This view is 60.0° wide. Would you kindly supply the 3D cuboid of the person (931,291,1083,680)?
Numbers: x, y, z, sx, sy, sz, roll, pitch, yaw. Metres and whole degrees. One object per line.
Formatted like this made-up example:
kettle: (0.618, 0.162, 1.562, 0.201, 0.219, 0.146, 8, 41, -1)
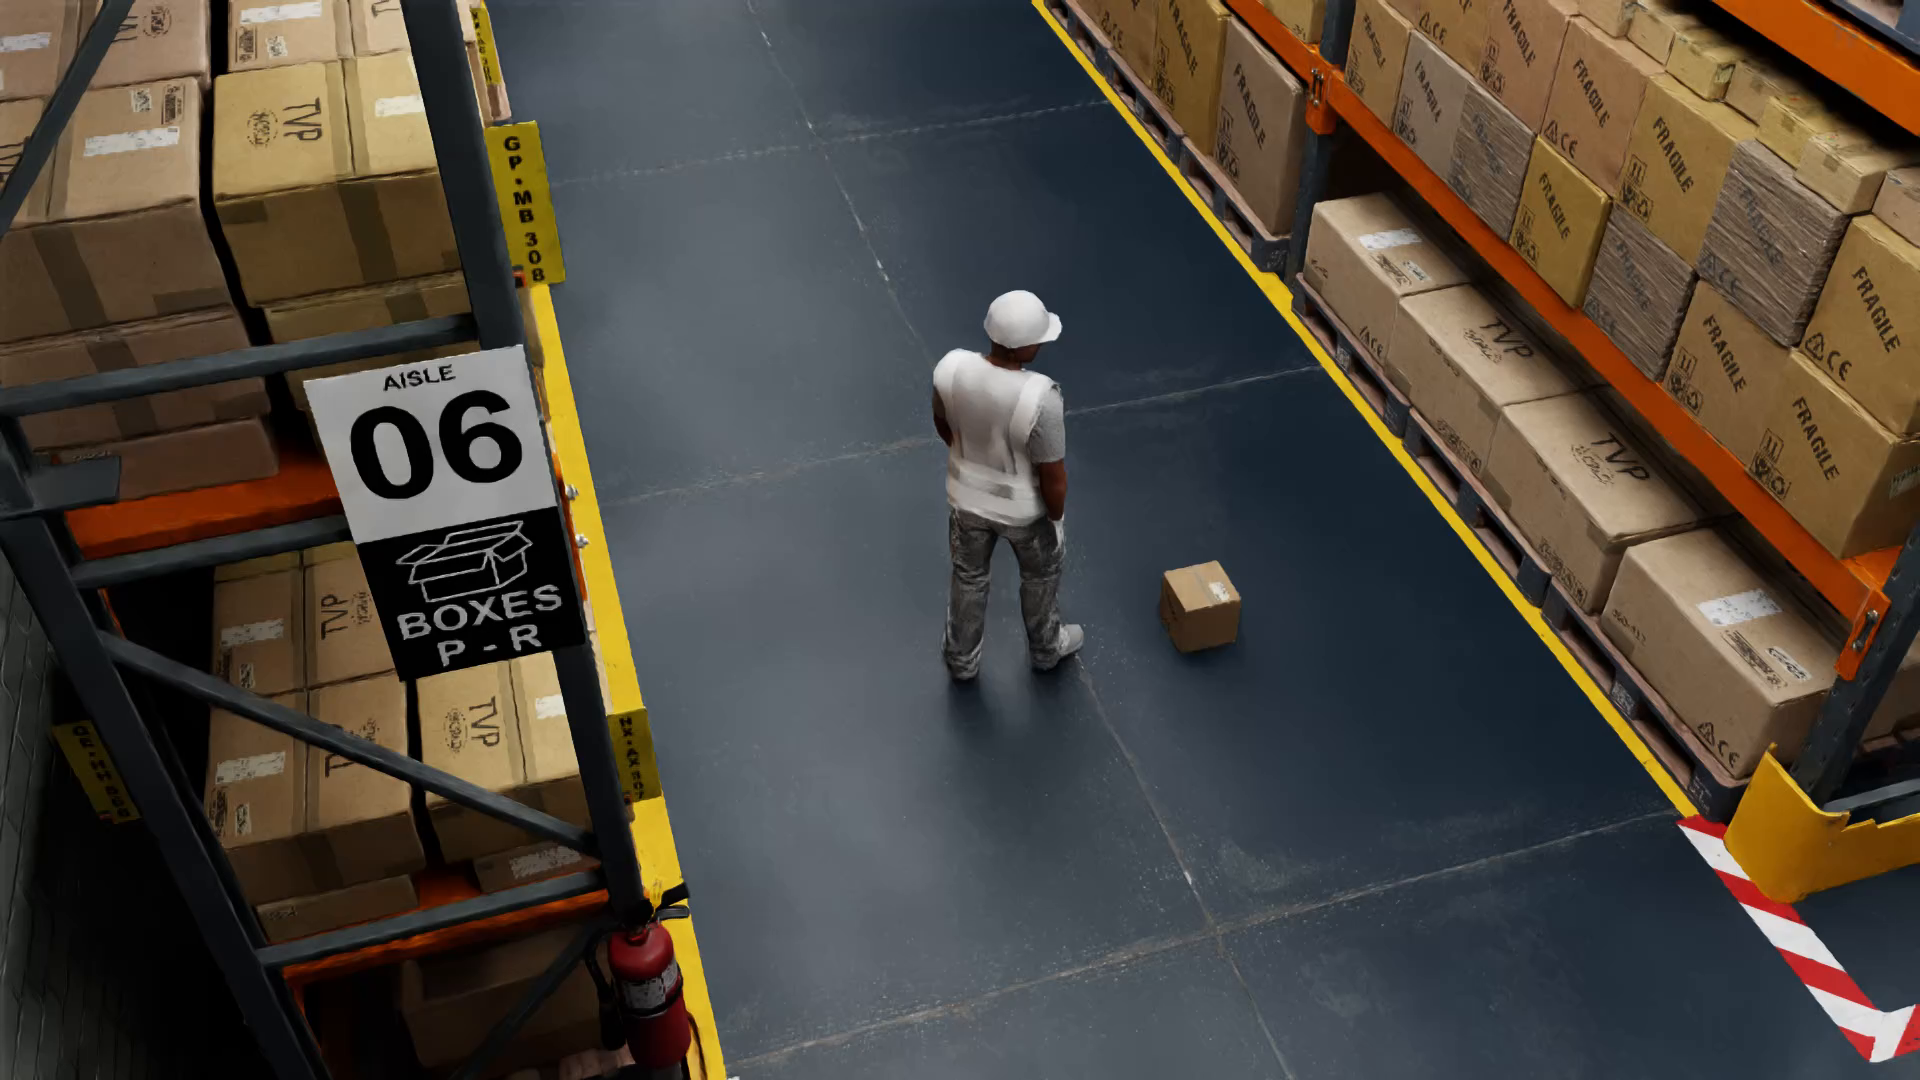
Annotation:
person: (0.174, -0.204, 6.340, 0.593, 1.796, 0.505, 17, 45, 18)
